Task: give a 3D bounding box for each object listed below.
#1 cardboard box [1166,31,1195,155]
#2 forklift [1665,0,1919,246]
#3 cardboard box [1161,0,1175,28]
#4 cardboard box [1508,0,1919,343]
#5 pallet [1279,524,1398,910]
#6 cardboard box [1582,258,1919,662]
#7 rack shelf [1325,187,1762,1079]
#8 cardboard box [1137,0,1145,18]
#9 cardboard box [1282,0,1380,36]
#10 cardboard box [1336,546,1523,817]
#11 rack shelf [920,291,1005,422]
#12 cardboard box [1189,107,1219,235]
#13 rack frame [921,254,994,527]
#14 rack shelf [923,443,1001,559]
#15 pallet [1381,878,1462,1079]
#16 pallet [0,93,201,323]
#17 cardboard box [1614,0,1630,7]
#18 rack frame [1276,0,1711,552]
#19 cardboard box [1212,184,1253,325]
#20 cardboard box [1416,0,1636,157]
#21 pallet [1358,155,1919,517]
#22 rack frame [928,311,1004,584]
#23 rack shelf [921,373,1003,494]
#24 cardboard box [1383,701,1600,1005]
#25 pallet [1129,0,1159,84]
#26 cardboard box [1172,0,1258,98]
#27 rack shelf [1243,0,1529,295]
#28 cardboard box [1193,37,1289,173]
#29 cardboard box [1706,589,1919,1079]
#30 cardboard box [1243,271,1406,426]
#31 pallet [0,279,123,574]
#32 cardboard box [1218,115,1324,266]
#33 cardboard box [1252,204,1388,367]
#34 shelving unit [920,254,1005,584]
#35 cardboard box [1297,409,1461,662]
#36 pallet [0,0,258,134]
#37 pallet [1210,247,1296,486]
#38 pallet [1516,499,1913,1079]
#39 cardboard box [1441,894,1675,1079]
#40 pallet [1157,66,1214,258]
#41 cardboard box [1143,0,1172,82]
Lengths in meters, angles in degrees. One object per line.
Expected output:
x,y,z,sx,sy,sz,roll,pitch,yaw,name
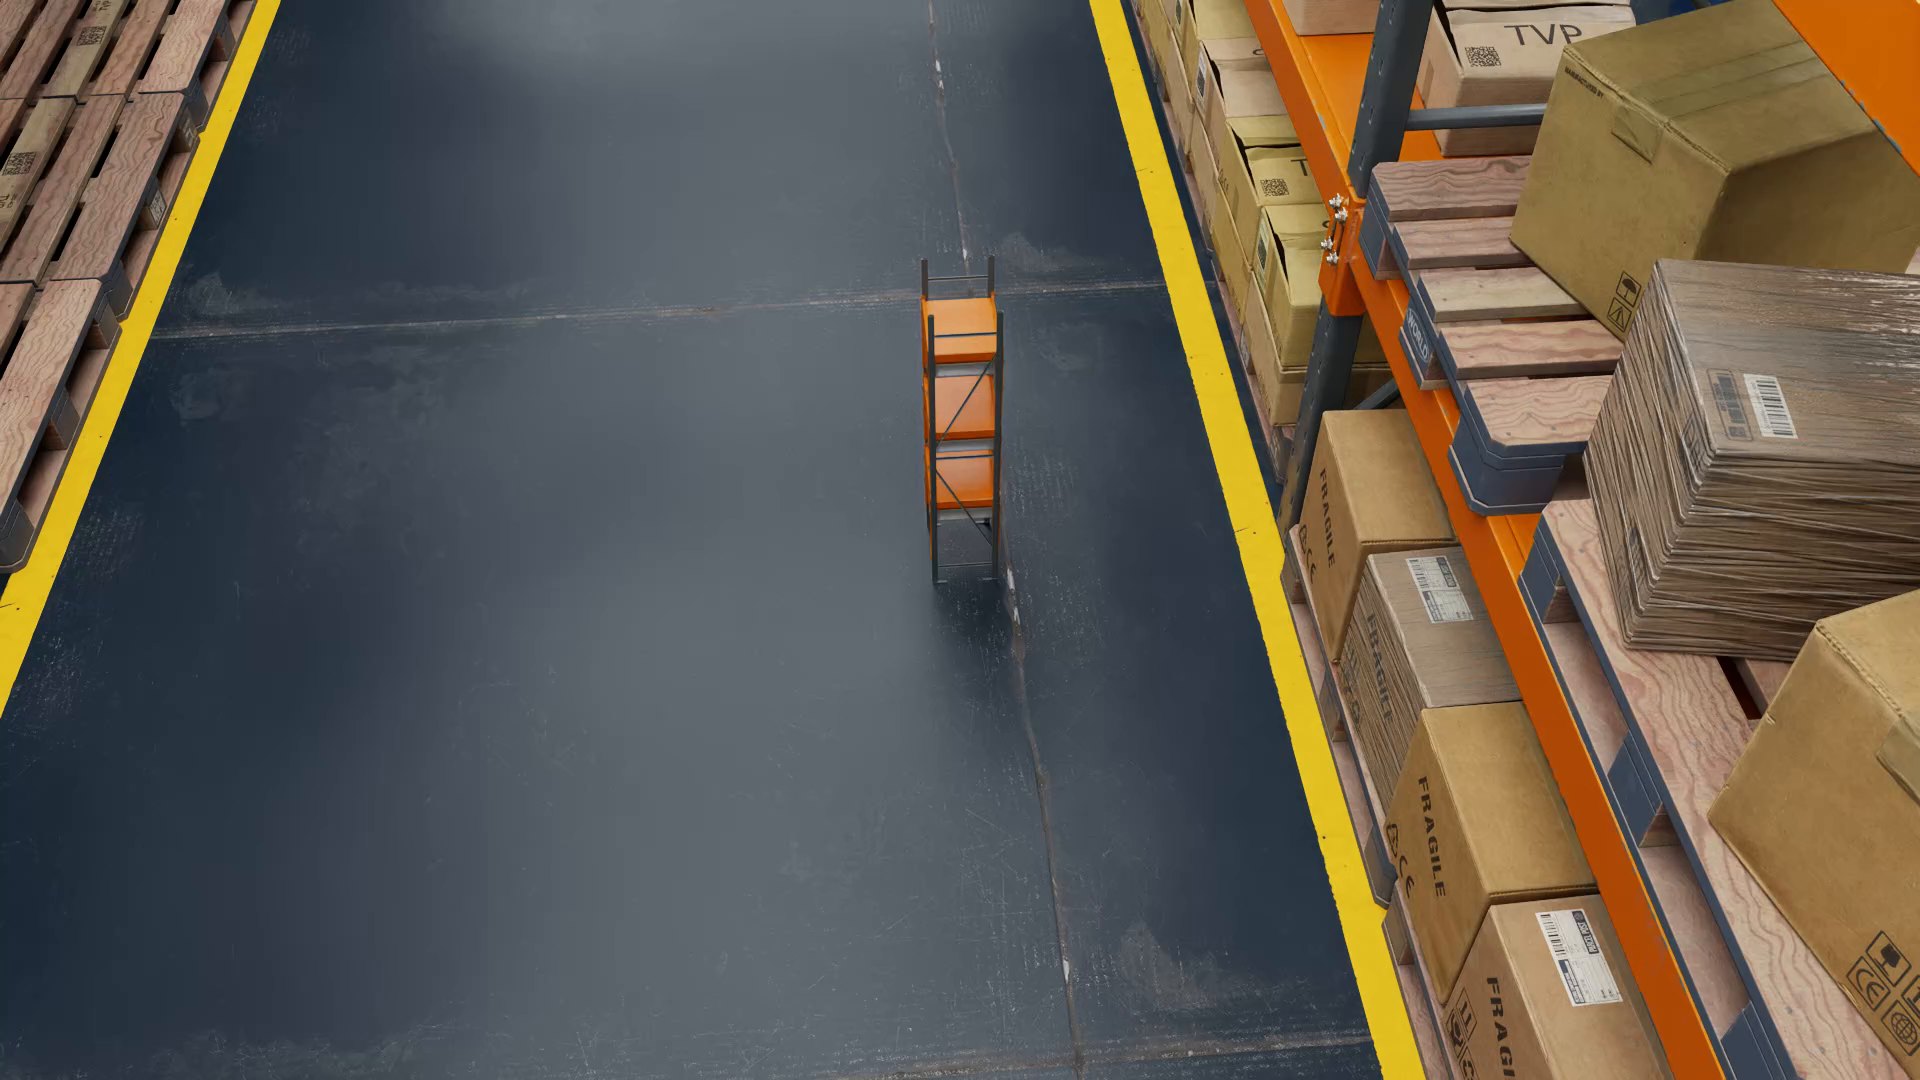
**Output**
1.092,-1.744,6.441,0.500,0.250,0.500,-3,47,-3,cardboard box
3.297,-1.513,4.664,1.130,2.935,3.031,-5,47,-5,forklift
1.043,-2.305,6.586,0.500,0.311,0.500,-5,47,-5,cardboard box
1.676,-0.801,3.584,0.700,0.500,0.500,-18,49,-16,cardboard box
1.535,0.431,4.697,1.003,0.211,1.213,-3,47,-3,pallet
1.562,-0.127,2.947,0.700,0.500,0.500,4,47,4,cardboard box
1.678,0.624,3.089,1.077,0.370,4.000,-3,47,-3,rack shelf
1.004,-2.487,7.144,0.500,0.250,0.500,-2,47,-2,cardboard box
1.160,-1.618,4.890,0.380,0.149,0.250,-3,47,-3,cardboard box
1.313,0.363,4.259,0.500,0.500,0.500,-5,47,-5,cardboard box
0.004,-0.510,4.634,0.215,0.259,0.240,-3,47,-3,rack shelf
1.138,-1.372,6.088,0.500,0.250,0.500,-3,47,-2,cardboard box
-0.006,-0.411,4.916,0.200,1.050,0.008,-3,47,-3,rack frame
0.004,-0.124,5.042,0.215,0.259,0.240,-3,47,-3,rack shelf
1.634,1.311,3.863,1.003,0.211,1.213,-3,47,-3,pallet
-3.551,-1.257,6.295,1.003,0.211,1.213,-3,47,-3,pallet
1.629,-1.699,4.854,0.500,0.311,0.500,-4,47,-4,cardboard box
1.511,-1.071,4.198,1.000,3.000,0.127,-3,47,-3,rack frame
1.177,-1.008,5.743,0.500,0.250,0.500,-4,47,-4,cardboard box
1.524,-1.306,4.482,0.500,0.311,0.500,-1,47,-1,cardboard box
1.637,-0.519,3.807,1.213,0.211,1.003,-3,47,-3,pallet
0.015,-0.234,4.749,0.200,1.050,0.008,-3,47,-3,rack frame
0.004,-0.315,4.840,0.215,0.259,0.240,-3,47,-3,rack shelf
1.350,0.726,3.915,0.500,0.500,0.500,-4,47,-4,cardboard box
1.276,-2.475,7.449,1.003,0.211,1.213,-3,47,-3,pallet
1.092,-1.930,6.230,0.500,0.311,0.500,-2,47,-2,cardboard box
1.343,-2.270,5.830,1.077,0.370,4.000,-3,47,-3,rack shelf
1.132,-1.567,5.887,0.500,0.311,0.500,-4,47,-4,cardboard box
1.636,0.370,2.476,0.700,0.500,0.500,-14,48,-13,cardboard box
1.223,-0.635,5.390,0.500,0.250,0.500,-2,47,-2,cardboard box
-3.452,-0.376,5.461,1.003,0.211,1.213,-3,47,-3,pallet
1.171,-1.202,5.541,0.500,0.311,0.500,-4,47,-4,cardboard box
1.221,-0.826,5.185,0.500,0.311,0.500,-2,47,-2,cardboard box
0.004,-0.322,4.832,0.215,1.050,0.252,-3,47,-3,shelving unit
1.264,-0.016,4.618,0.500,0.500,0.500,-2,47,-2,cardboard box
-3.656,-2.142,7.133,1.003,0.211,1.213,-3,47,-3,pallet
1.480,-0.710,5.777,1.003,0.211,1.213,-3,47,-3,pallet
1.678,0.402,2.936,1.003,0.211,1.213,-3,47,-3,pallet
1.399,1.103,3.558,0.500,0.500,0.500,-5,47,-5,cardboard box
1.381,-1.591,6.611,1.003,0.211,1.213,-3,47,-3,pallet
1.050,-2.112,6.789,0.500,0.250,0.500,-5,47,-5,cardboard box
